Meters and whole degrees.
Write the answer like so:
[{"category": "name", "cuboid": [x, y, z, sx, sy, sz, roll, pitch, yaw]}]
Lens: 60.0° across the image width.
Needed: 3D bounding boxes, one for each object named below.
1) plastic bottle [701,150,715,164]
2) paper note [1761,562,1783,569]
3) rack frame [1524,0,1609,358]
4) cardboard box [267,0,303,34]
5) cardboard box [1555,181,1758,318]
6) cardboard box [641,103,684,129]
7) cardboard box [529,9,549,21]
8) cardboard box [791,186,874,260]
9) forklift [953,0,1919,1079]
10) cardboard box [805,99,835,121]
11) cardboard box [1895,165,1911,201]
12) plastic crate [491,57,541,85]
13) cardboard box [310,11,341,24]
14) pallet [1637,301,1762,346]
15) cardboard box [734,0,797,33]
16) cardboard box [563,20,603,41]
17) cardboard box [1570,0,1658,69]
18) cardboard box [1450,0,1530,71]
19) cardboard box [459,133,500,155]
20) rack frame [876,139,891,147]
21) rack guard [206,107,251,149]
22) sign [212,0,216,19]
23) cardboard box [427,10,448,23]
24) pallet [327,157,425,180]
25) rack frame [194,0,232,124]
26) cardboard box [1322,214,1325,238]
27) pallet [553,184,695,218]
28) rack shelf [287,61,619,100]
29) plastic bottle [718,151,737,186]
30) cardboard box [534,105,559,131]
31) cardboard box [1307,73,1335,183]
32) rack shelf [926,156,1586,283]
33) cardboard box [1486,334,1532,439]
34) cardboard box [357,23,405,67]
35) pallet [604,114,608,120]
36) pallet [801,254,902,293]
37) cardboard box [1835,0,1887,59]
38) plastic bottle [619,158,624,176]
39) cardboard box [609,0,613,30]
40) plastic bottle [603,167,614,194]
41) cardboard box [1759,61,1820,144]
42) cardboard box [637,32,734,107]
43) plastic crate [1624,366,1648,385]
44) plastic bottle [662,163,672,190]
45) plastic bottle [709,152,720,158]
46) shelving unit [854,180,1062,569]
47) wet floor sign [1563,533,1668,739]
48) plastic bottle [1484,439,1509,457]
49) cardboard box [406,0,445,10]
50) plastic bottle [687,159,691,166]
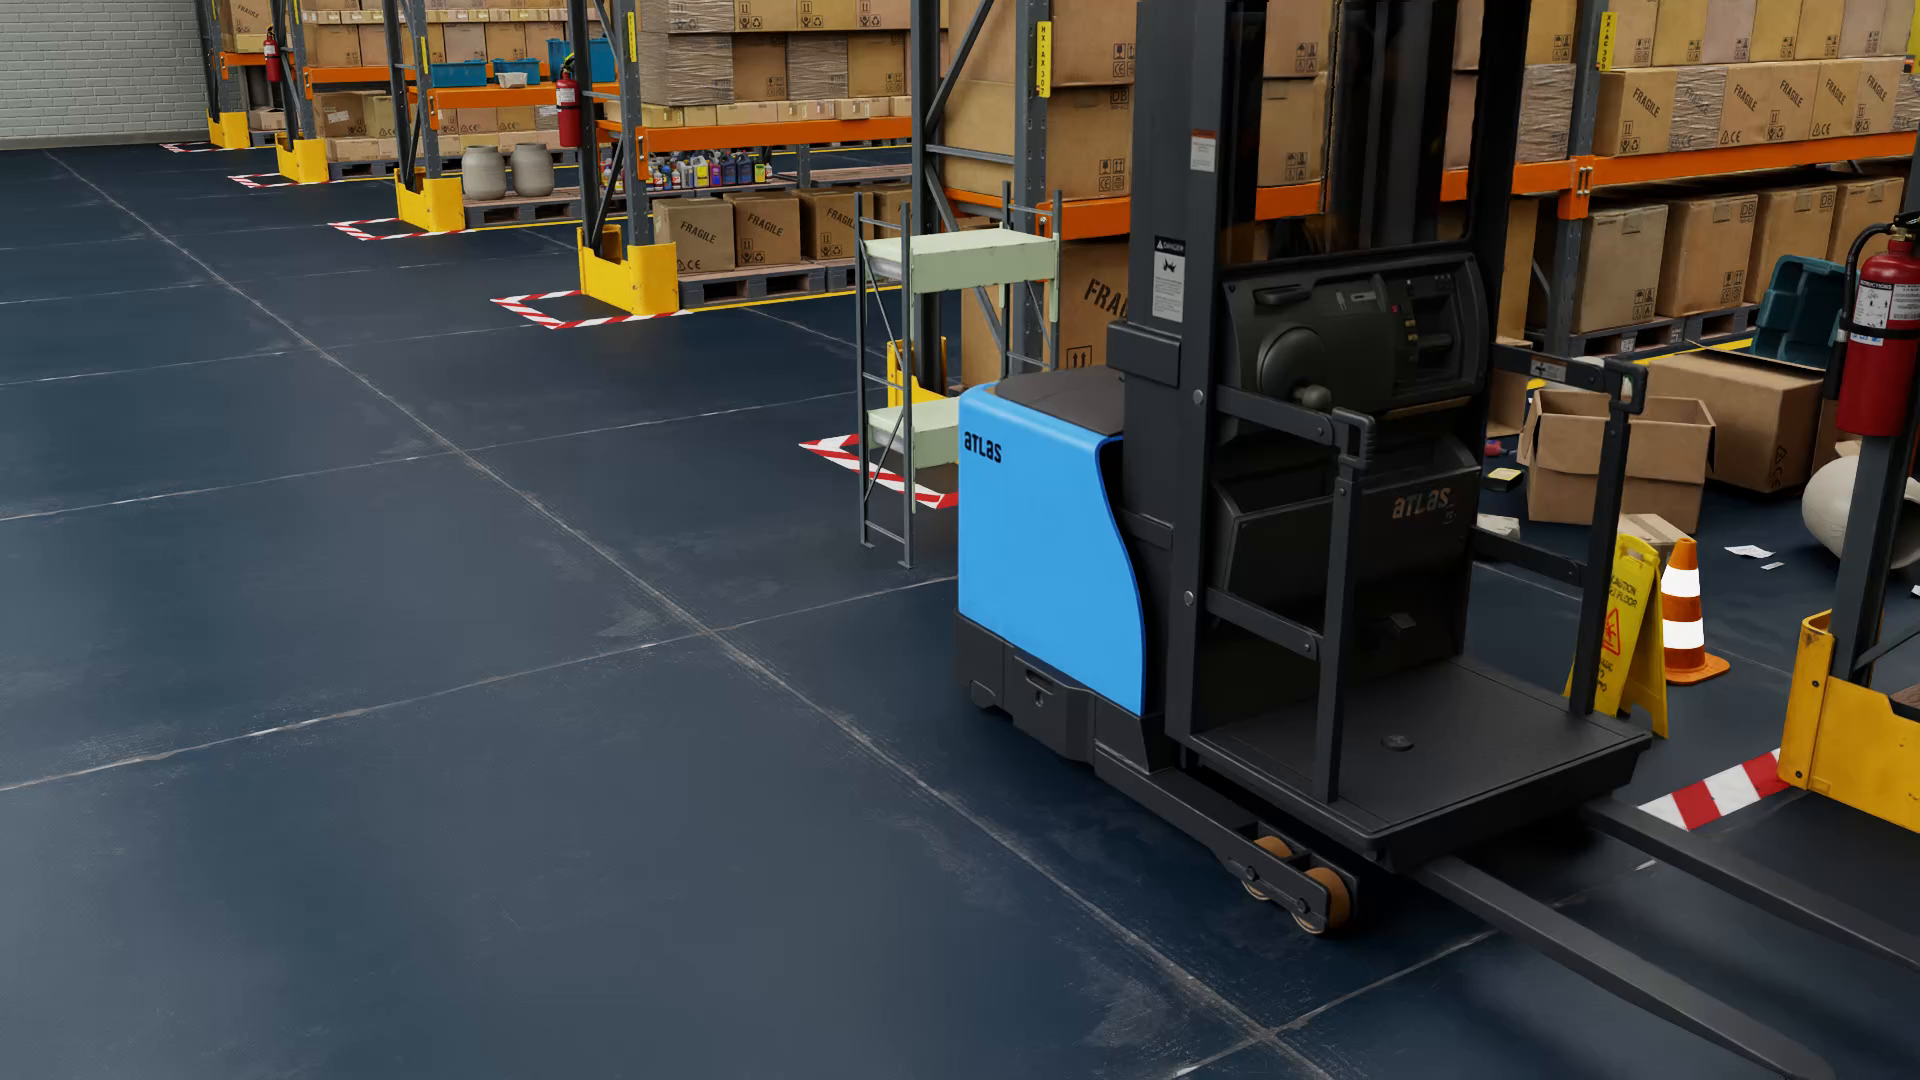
[{"category": "plastic bottle", "cuboid": [-2.773, -4.125, 18.211, 0.185, 0.351, 0.144, -12, 22, -31]}, {"category": "paper note", "cuboid": [3.380, 0.107, 6.914, 0.123, 0.001, 0.032, -12, 22, -31]}, {"category": "rack frame", "cuboid": [3.418, -2.572, 10.168, 0.127, 3.000, 1.000, -12, 22, -31]}, {"category": "cardboard box", "cuboid": [-9.757, -7.568, 23.979, 0.500, 0.500, 0.500, -12, 22, -31]}, {"category": "cardboard box", "cuboid": [4.694, -2.007, 11.355, 0.750, 0.750, 1.050, -12, 22, -31]}, {"category": "cardboard box", "cuboid": [-2.197, -3.079, 12.061, 0.250, 0.149, 0.380, -12, 22, -31]}, {"category": "cardboard box", "cuboid": [-5.424, -6.680, 21.150, 0.250, 0.149, 0.380, -12, 22, -32]}, {"category": "cardboard box", "cuboid": [-1.022, -2.551, 13.355, 0.500, 0.500, 0.500, -10, 21, -26]}, {"category": "forklift", "cuboid": [1.192, -0.552, 4.300, 1.130, 2.935, 3.031, -11, 22, -31]}, {"category": "cardboard box", "cuboid": [-1.157, -3.301, 12.717, 0.250, 0.149, 0.380, -12, 22, -31]}, {"category": "cardboard box", "cuboid": [7.467, -2.703, 12.632, 0.500, 0.250, 0.500, -13, 23, -34]}, {"category": "plastic crate", "cuboid": [-4.492, -4.747, 16.834, 0.408, 0.251, 0.499, -12, 22, -31]}, {"category": "cardboard box", "cuboid": [-7.565, -6.228, 19.814, 0.250, 0.149, 0.380, -12, 22, -32]}, {"category": "pallet", "cuboid": [5.041, -1.623, 11.715, 1.213, 0.211, 1.003, -12, 22, -31]}, {"category": "cardboard box", "cuboid": [-1.536, -3.984, 12.163, 0.500, 0.500, 0.500, -12, 22, -31]}, {"category": "cardboard box", "cuboid": [-5.038, -6.534, 21.732, 0.500, 0.500, 0.700, -13, 22, -33]}, {"category": "cardboard box", "cuboid": [3.829, -3.182, 10.255, 0.500, 0.500, 0.700, -12, 22, -32]}, {"category": "cardboard box", "cuboid": [2.695, -2.970, 9.427, 0.550, 0.550, 0.875, -12, 22, -31]}, {"category": "cardboard box", "cuboid": [-6.188, -5.057, 21.157, 0.500, 0.250, 0.500, -12, 22, -31]}, {"category": "rack frame", "cuboid": [-1.330, -7.271, 24.068, 0.127, 3.000, 1.000, -12, 22, -31]}, {"category": "rack guard", "cuboid": [-10.676, -6.015, 24.258, 0.348, 0.500, 1.175, -12, 22, -31]}, {"category": "sign", "cuboid": [-10.441, -7.451, 23.250, 0.005, 0.325, 0.100, -12, 22, -31]}, {"category": "cardboard box", "cuboid": [-6.491, -6.455, 20.487, 0.250, 0.149, 0.380, -12, 22, -32]}, {"category": "pallet", "cuboid": [-7.396, -4.687, 20.778, 1.213, 0.211, 1.003, -12, 22, -31]}, {"category": "rack frame", "cuboid": [-10.739, -7.186, 23.818, 0.127, 3.000, 1.000, -12, 22, -31]}, {"category": "cardboard box", "cuboid": [2.103, -1.512, 9.696, 0.875, 0.875, 0.875, -12, 22, -31]}, {"category": "pallet", "cuboid": [-3.554, -3.597, 17.553, 1.213, 0.211, 1.003, -12, 22, -31]}, {"category": "rack shelf", "cuboid": [-6.341, -5.873, 21.057, 4.000, 0.370, 1.077, -12, 22, -31]}, {"category": "plastic bottle", "cuboid": [-2.489, -3.970, 17.754, 0.185, 0.351, 0.144, -13, 23, -34]}, {"category": "cardboard box", "cuboid": [-5.362, -5.593, 21.571, 0.500, 0.500, 0.500, -12, 22, -31]}, {"category": "cardboard box", "cuboid": [1.766, -2.288, 9.094, 0.500, 0.550, 0.875, -12, 22, -31]}, {"category": "rack shelf", "cuboid": [1.747, -1.878, 9.241, 4.000, 0.370, 1.077, -12, 22, -31]}, {"category": "cardboard box", "cuboid": [2.686, -0.841, 8.947, 0.500, 0.500, 0.500, -8, 20, -22]}, {"category": "cardboard box", "cuboid": [-7.179, -6.082, 20.395, 0.500, 0.500, 0.700, -11, 22, -30]}, {"category": "pallet", "cuboid": [-5.729, -6.924, 27.395, 1.213, 0.211, 1.003, -12, 22, -31]}, {"category": "pallet", "cuboid": [-0.787, -2.251, 13.574, 1.213, 0.211, 1.003, -12, 22, -31]}, {"category": "cardboard box", "cuboid": [5.956, -3.631, 11.585, 0.500, 0.500, 0.700, -12, 22, -32]}, {"category": "plastic bottle", "cuboid": [-3.656, -3.957, 17.831, 0.135, 0.276, 0.152, -13, 22, -33]}, {"category": "cardboard box", "cuboid": [-5.473, -8.540, 26.980, 0.500, 0.500, 0.700, -12, 22, -31]}, {"category": "plastic bottle", "cuboid": [-3.605, -3.688, 17.044, 0.097, 0.271, 0.097, 0, 19, 0]}, {"category": "cardboard box", "cuboid": [5.269, -2.905, 10.999, 0.500, 0.500, 0.500, -12, 22, -31]}, {"category": "cardboard box", "cuboid": [-2.092, -3.489, 12.262, 0.500, 0.500, 0.875, -12, 22, -31]}, {"category": "plastic crate", "cuboid": [3.993, -0.886, 9.482, 0.662, 0.188, 0.450, -1, 9, -3]}, {"category": "plastic bottle", "cuboid": [-3.066, -3.802, 17.380, 0.097, 0.271, 0.097, 0, 19, 0]}, {"category": "plastic bottle", "cuboid": [-2.712, -4.156, 18.420, 0.135, 0.276, 0.152, -11, 22, -29]}, {"category": "shelving unit", "cuboid": [-0.006, -0.709, 7.001, 0.755, 1.500, 0.431, -12, 22, -31]}, {"category": "wet floor sign", "cuboid": [2.137, 0.302, 5.345, 0.232, 0.644, 0.267, -4, 19, -13]}, {"category": "plastic bottle", "cuboid": [2.697, -0.482, 8.574, 0.283, 0.061, 0.133, 13, 23, 34]}, {"category": "cardboard box", "cuboid": [-6.714, -6.795, 20.479, 0.500, 0.500, 0.700, -12, 22, -31]}, {"category": "plastic bottle", "cuboid": [-2.837, -3.904, 17.664, 0.133, 0.283, 0.061, -12, 22, -31]}]
